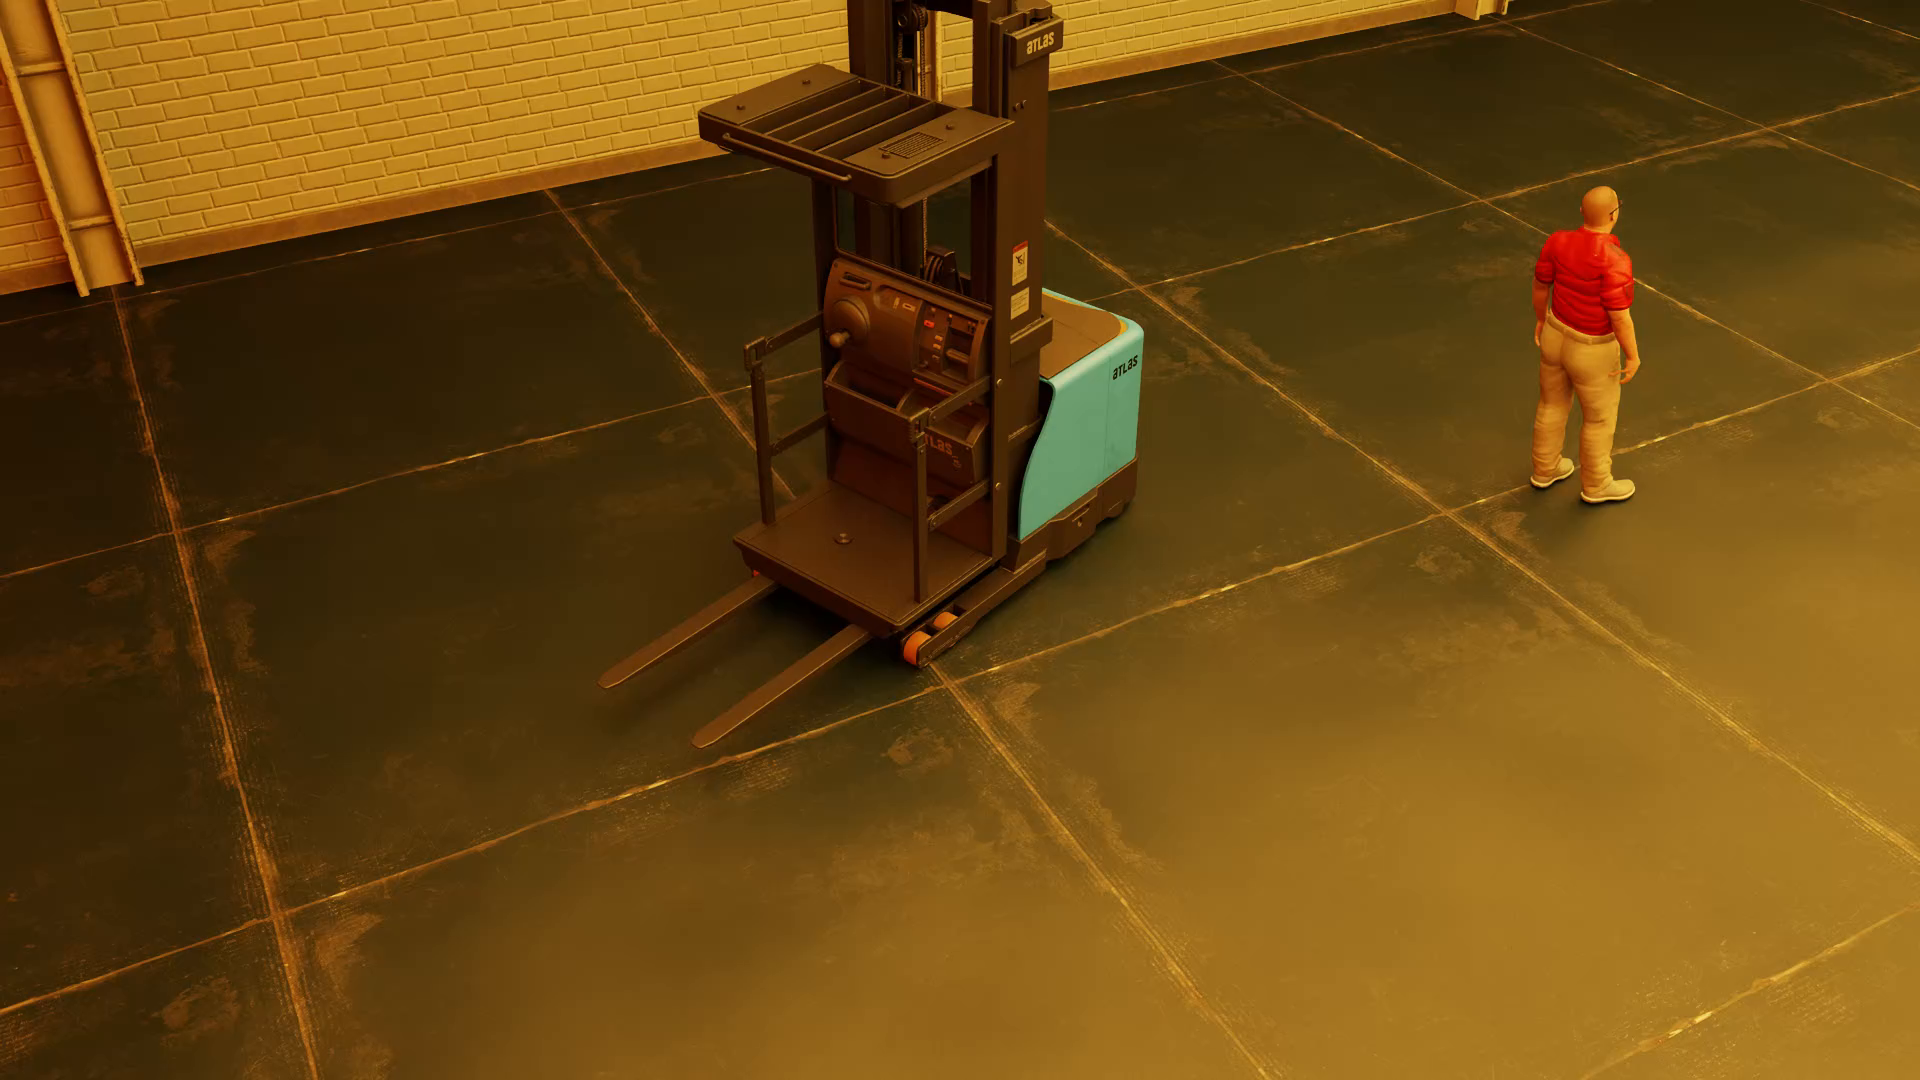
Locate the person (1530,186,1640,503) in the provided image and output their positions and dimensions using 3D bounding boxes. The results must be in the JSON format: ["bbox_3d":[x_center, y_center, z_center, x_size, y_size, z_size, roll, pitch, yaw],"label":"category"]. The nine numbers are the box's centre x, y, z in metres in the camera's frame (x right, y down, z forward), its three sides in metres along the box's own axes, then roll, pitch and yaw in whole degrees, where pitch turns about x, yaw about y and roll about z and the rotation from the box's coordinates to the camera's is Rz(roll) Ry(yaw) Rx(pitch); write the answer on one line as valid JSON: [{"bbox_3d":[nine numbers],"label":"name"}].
[{"bbox_3d":[3.275,-1.025,8.601,0.550,1.729,0.642,-20,40,-26],"label":"person"}]

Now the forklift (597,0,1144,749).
[{"bbox_3d":[-0.390,-0.927,7.434,1.130,2.935,3.031,26,43,31],"label":"forklift"}]
